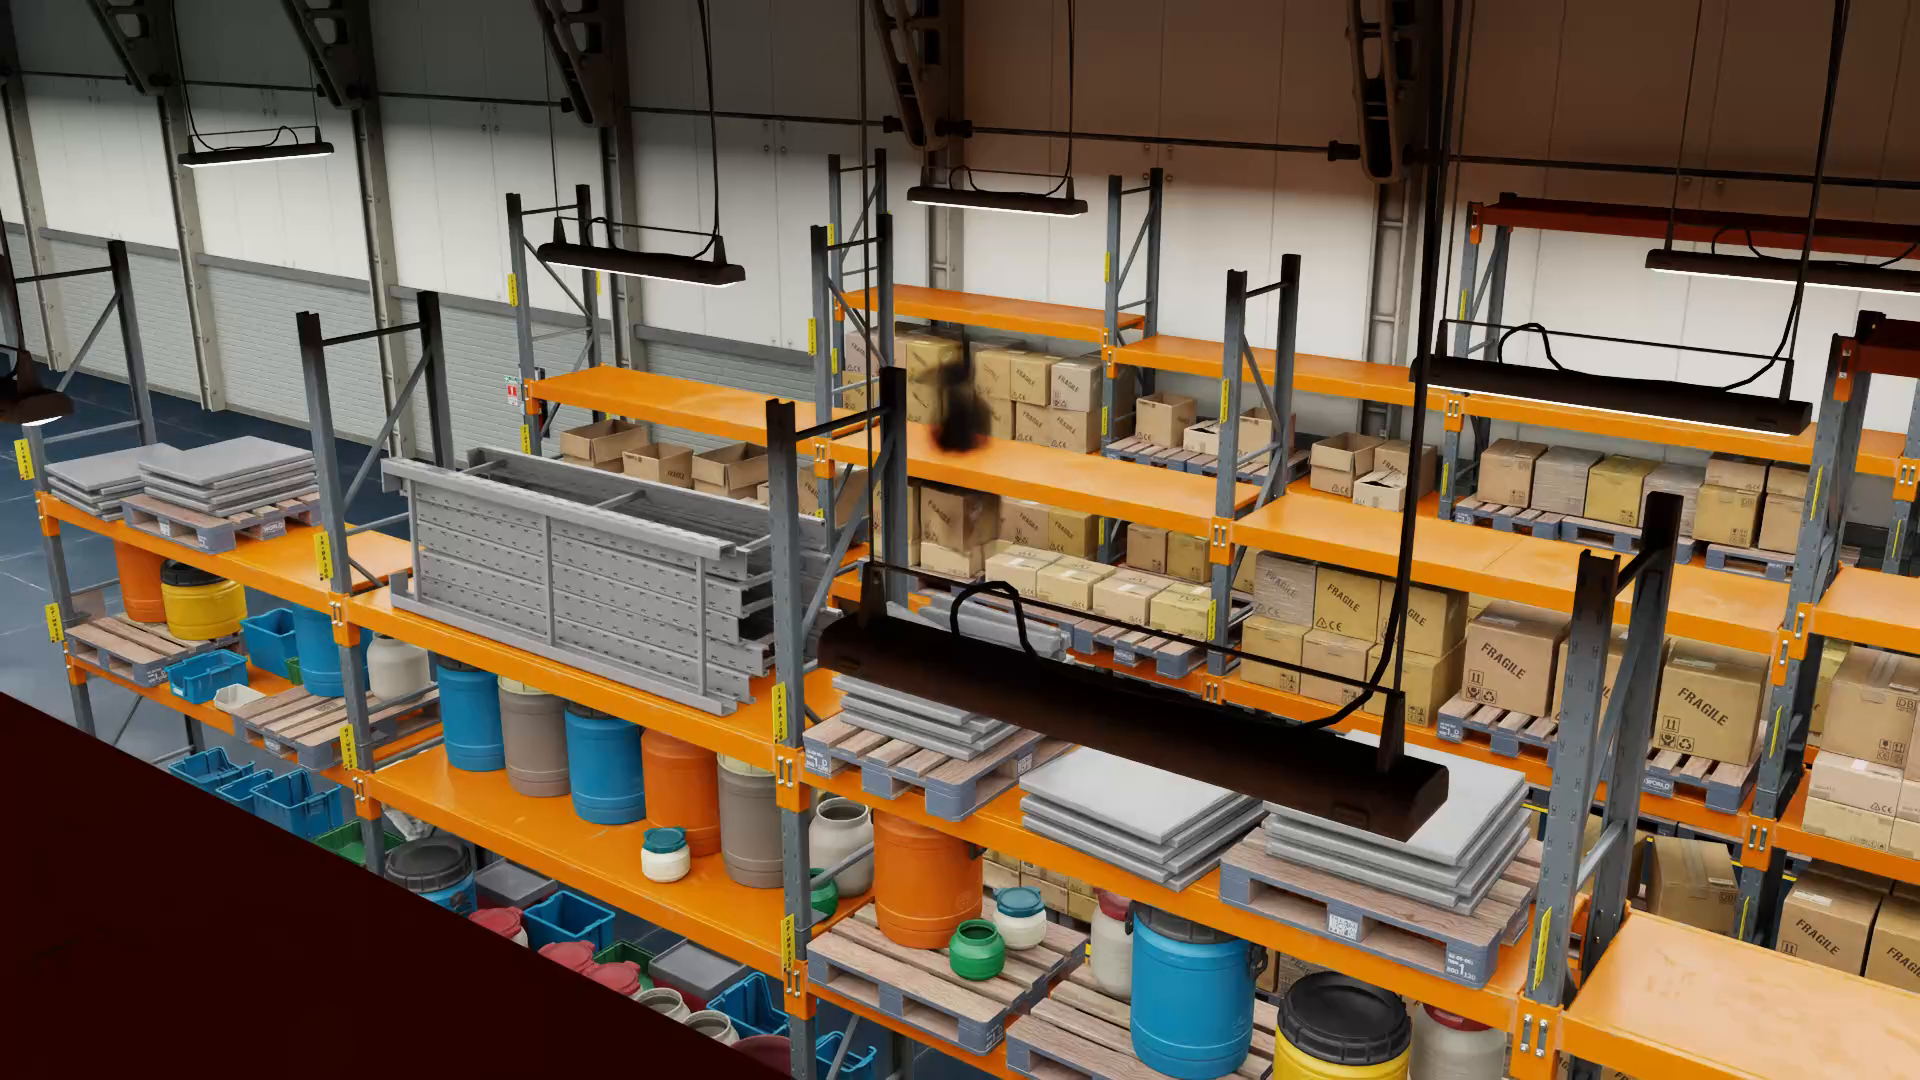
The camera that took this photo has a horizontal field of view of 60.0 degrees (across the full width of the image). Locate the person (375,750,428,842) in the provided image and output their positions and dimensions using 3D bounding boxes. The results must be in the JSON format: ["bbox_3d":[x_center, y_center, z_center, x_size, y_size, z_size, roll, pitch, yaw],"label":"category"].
[{"bbox_3d":[-5.539,2.239,15.980,0.611,1.573,0.783,17,25,41],"label":"person"}]
